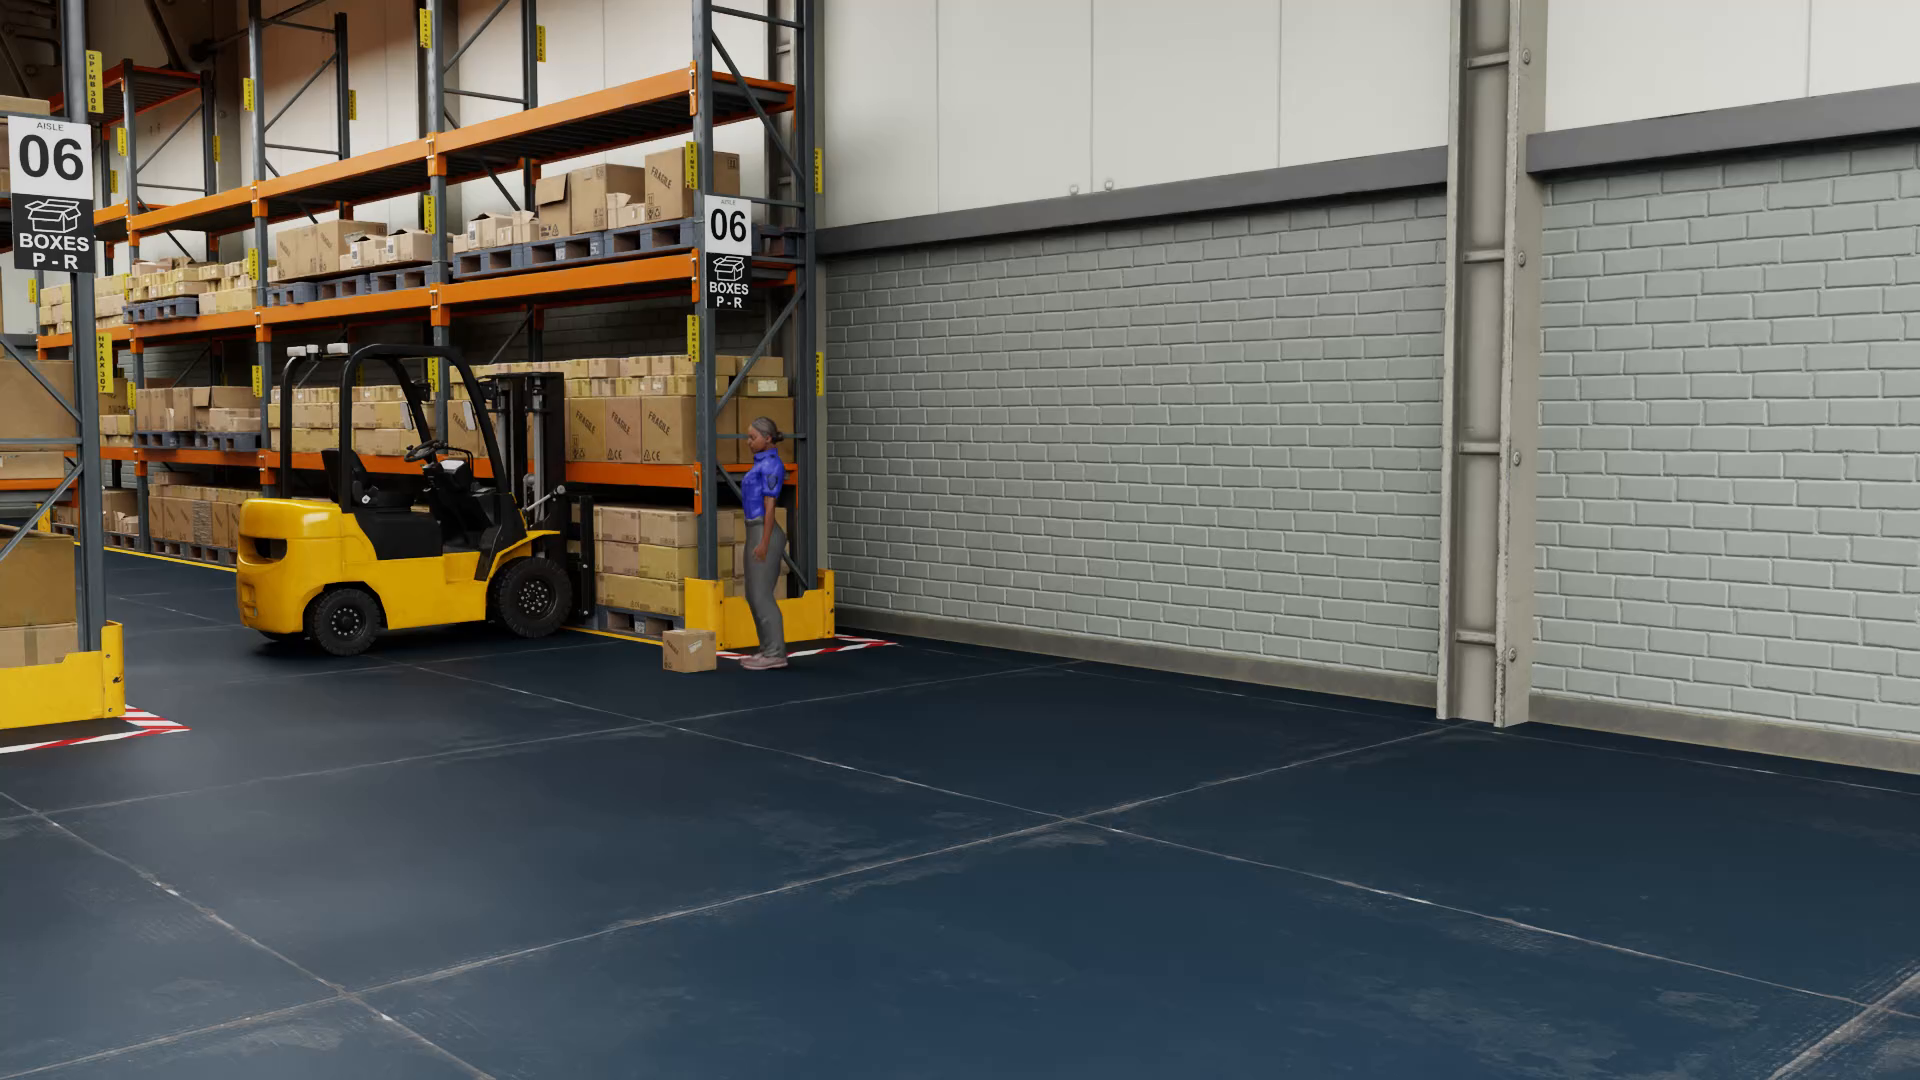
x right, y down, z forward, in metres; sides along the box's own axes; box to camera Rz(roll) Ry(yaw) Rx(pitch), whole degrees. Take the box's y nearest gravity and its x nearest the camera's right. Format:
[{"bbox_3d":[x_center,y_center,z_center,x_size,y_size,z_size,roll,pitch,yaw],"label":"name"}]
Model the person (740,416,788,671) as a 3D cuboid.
[{"bbox_3d":[-1.291,0.021,10.908,0.301,1.664,0.438,-1,4,-15],"label":"person"}]
